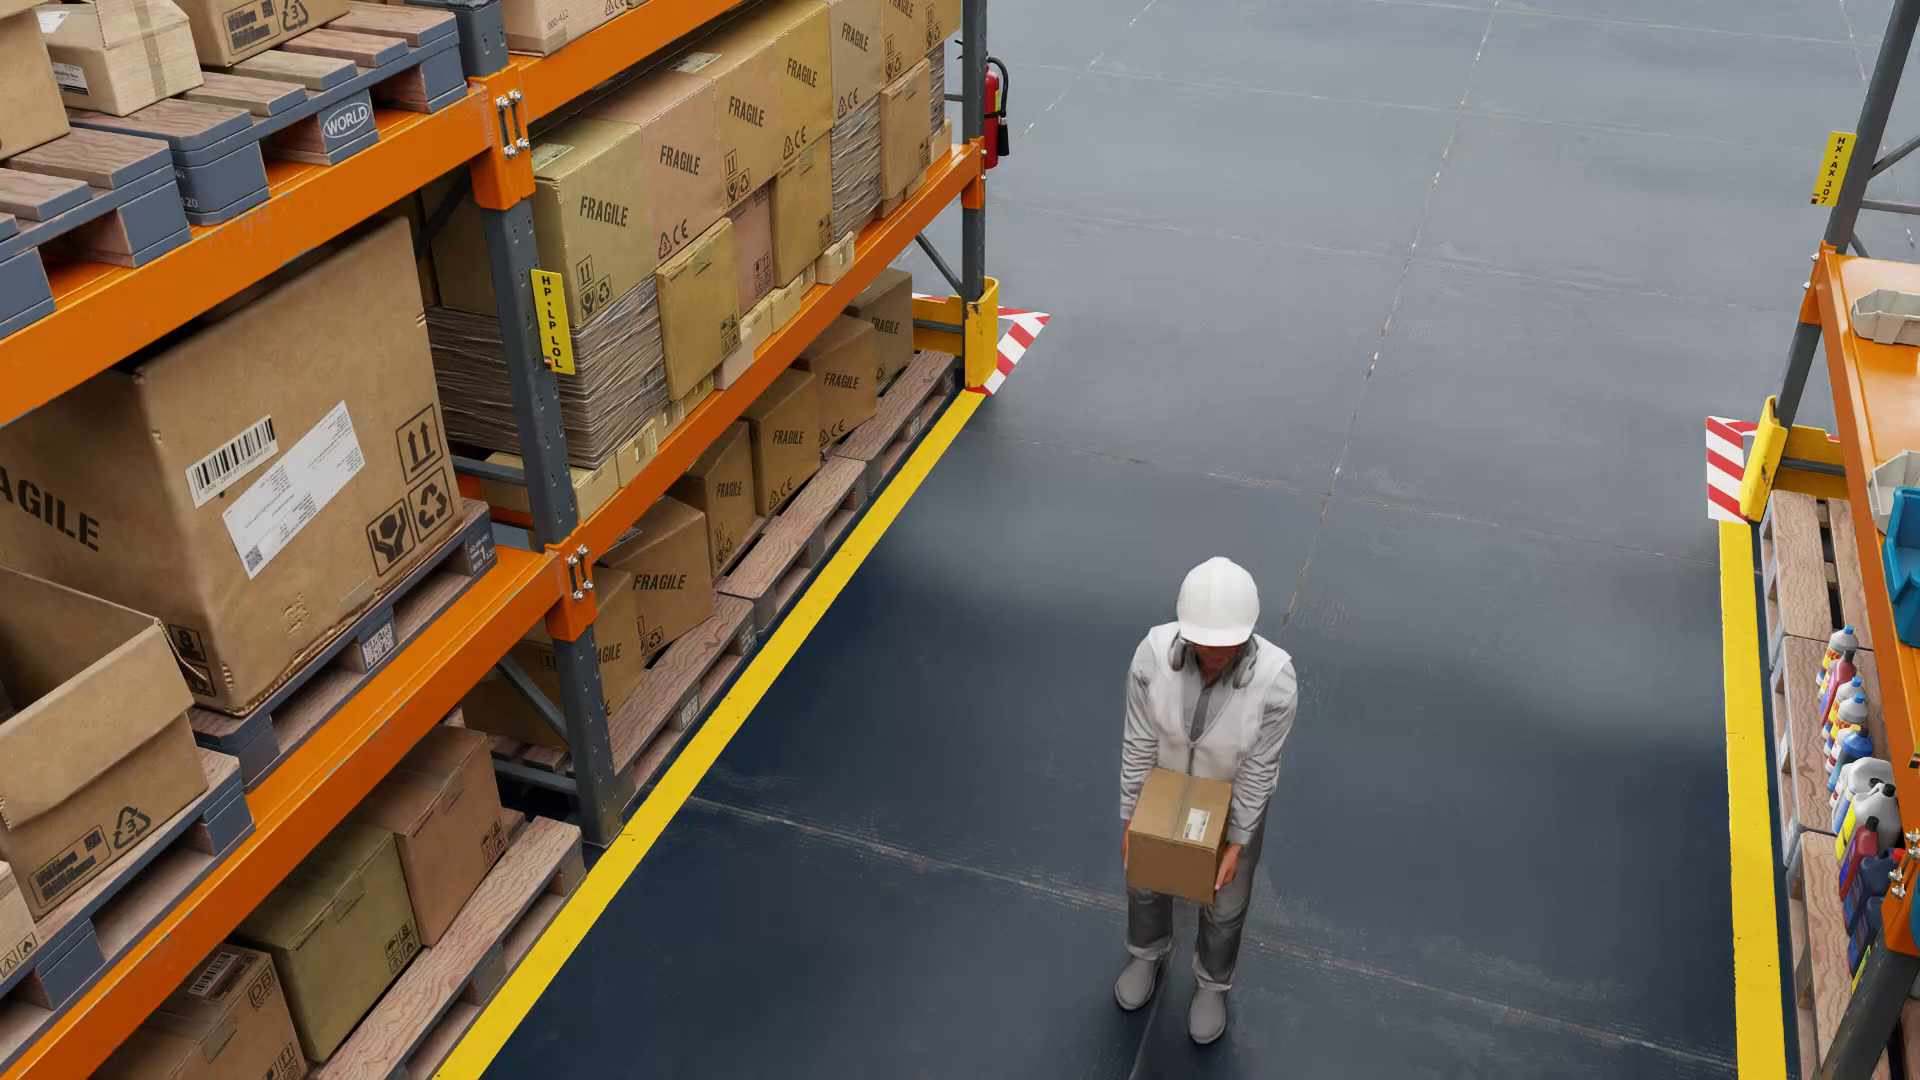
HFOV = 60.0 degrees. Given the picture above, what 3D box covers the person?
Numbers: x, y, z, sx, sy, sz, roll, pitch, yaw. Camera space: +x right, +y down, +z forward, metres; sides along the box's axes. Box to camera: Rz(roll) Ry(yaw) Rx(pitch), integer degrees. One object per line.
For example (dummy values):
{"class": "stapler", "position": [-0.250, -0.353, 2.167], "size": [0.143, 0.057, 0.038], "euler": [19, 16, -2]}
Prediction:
{"class": "person", "position": [0.712, 0.780, 4.937], "size": [0.484, 1.756, 0.584], "euler": [10, 34, 16]}
